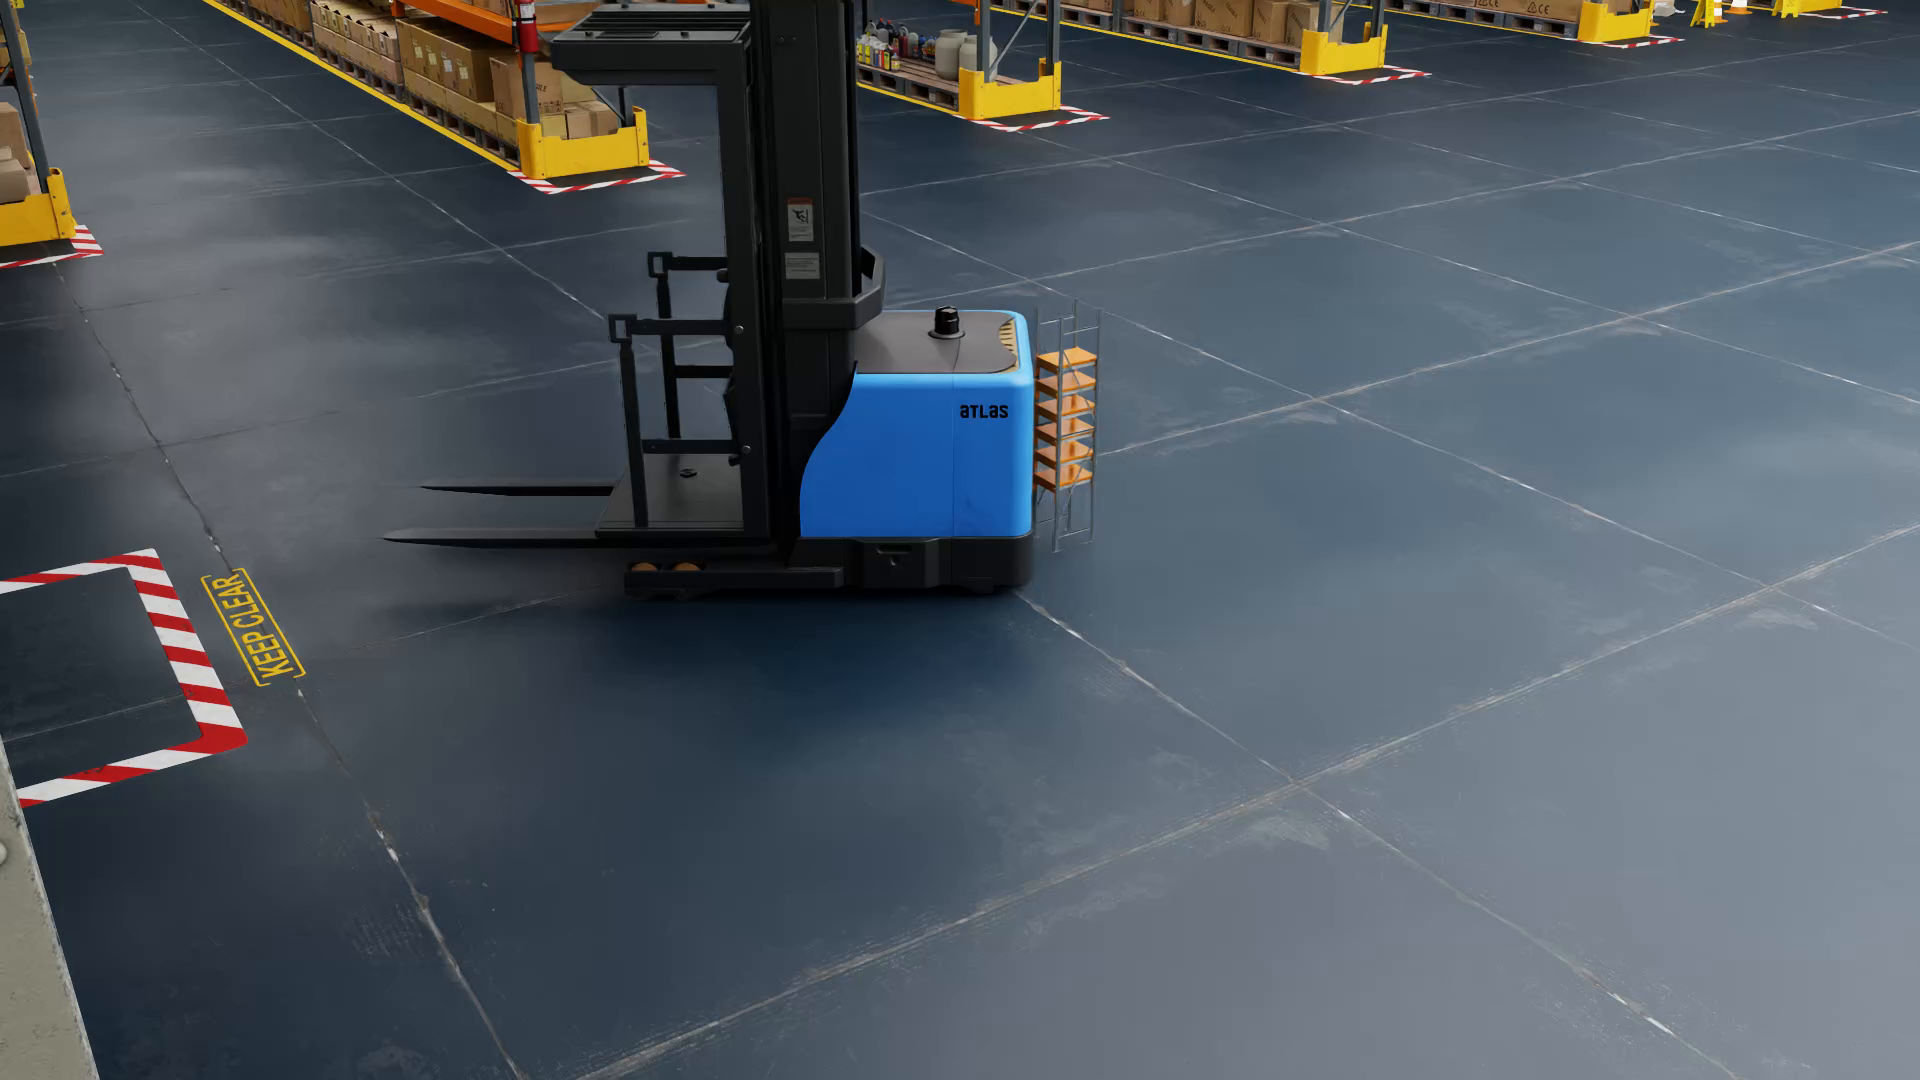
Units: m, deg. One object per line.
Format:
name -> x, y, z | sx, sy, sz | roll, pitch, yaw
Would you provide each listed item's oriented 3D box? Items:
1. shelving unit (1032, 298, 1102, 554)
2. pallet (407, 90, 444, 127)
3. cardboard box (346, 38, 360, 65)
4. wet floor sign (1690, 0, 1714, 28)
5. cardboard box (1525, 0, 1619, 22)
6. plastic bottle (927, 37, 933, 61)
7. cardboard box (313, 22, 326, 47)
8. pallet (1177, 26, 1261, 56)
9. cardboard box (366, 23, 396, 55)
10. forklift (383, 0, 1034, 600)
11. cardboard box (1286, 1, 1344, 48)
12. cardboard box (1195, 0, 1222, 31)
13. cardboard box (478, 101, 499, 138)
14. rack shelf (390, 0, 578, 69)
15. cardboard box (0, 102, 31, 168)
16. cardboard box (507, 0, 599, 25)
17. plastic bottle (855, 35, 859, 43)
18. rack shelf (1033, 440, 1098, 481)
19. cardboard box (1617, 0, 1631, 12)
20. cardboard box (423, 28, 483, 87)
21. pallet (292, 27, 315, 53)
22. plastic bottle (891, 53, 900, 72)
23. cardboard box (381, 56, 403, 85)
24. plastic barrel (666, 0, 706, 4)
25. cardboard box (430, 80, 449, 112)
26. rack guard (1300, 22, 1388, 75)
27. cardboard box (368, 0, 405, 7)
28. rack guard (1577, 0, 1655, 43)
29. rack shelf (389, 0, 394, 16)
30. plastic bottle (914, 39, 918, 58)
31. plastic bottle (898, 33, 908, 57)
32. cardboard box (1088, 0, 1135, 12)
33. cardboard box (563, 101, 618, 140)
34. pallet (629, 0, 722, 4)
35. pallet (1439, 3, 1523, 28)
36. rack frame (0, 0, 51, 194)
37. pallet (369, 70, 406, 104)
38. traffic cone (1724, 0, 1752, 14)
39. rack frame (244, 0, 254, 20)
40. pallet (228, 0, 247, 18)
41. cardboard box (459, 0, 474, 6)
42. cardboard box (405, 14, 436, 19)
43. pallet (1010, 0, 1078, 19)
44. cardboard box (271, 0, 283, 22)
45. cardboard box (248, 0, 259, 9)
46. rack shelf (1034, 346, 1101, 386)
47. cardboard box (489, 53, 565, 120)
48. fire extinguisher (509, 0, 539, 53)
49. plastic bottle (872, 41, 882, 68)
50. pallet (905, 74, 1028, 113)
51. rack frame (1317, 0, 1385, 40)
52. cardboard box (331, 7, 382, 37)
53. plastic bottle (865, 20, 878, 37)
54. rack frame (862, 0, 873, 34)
shelving unit -> 0.509, -0.538, 7.984 | 0.258, 1.200, 0.189 | -16, 29, -30
pallet -> -5.311, -4.736, 18.034 | 1.003, 0.211, 1.213 | -16, 29, -30
cardboard box -> -7.011, -5.865, 19.888 | 0.500, 0.250, 0.500 | -15, 29, -29
wet floor sign -> 10.661, -7.674, 23.749 | 0.267, 0.644, 0.232 | -22, 33, -38
cardboard box -> 8.561, -7.743, 23.136 | 0.875, 0.875, 0.875 | -15, 29, -29
plastic bottle -> -0.345, -5.858, 19.826 | 0.097, 0.271, 0.097 | 0, 25, 0
cardboard box -> -7.854, -6.412, 21.048 | 0.500, 0.250, 0.500 | -16, 29, -30
pallet -> 3.658, -6.668, 22.128 | 1.003, 0.211, 1.213 | -16, 29, -30
cardboard box -> -6.461, -5.754, 18.996 | 0.500, 0.311, 0.500 | -15, 29, -28
forklift -> -1.178, -1.275, 7.517 | 3.031, 2.935, 1.130 | 0, 25, 0
cardboard box -> 4.448, -6.454, 20.844 | 0.500, 0.500, 0.500 | -10, 27, -20
cardboard box -> 3.500, -7.098, 22.209 | 0.500, 0.500, 0.500 | -19, 31, -34
cardboard box -> -4.350, -4.106, 16.162 | 0.500, 0.250, 0.500 | -16, 29, -30
rack shelf -> -4.619, -5.250, 16.700 | 1.077, 0.370, 4.000 | -16, 29, -30
cardboard box -> -8.647, -3.519, 14.604 | 0.700, 0.500, 0.500 | -18, 31, -33
cardboard box -> -3.771, -5.075, 15.370 | 0.700, 0.500, 0.500 | -16, 29, -30
plastic bottle -> -1.251, -5.912, 19.941 | 0.097, 0.271, 0.097 | 0, 25, 0
rack shelf -> 0.509, -0.389, 8.054 | 0.258, 0.103, 0.180 | -16, 29, -30
cardboard box -> 9.998, -8.386, 25.425 | 0.637, 0.503, 0.797 | 7, 26, 15
cardboard box -> -5.174, -4.980, 17.136 | 0.500, 0.500, 0.500 | -16, 29, -30
pallet -> -8.270, -6.736, 22.273 | 1.003, 0.211, 1.213 | -16, 29, -30
plastic bottle -> -0.745, -5.501, 19.153 | 0.097, 0.201, 0.097 | 0, 25, 0
cardboard box -> -6.180, -5.318, 18.731 | 0.500, 0.250, 0.500 | -16, 30, -30
plastic barrel -> -4.023, -8.254, 24.271 | 0.600, 0.830, 0.708 | -16, 29, -30
cardboard box -> -5.174, -4.641, 17.296 | 0.500, 0.250, 0.500 | -16, 29, -30
rack guard -> 4.734, -6.064, 20.510 | 1.175, 0.500, 0.348 | -16, 29, -30
cardboard box -> -7.113, -6.607, 20.805 | 0.500, 0.311, 0.500 | -16, 30, -30
rack guard -> 8.999, -7.148, 22.806 | 1.175, 0.500, 0.348 | -16, 29, -30
rack shelf -> -6.802, -6.681, 19.731 | 1.077, 0.370, 4.000 | -16, 29, -30
plastic bottle -> -0.511, -5.935, 20.071 | 0.097, 0.201, 0.097 | 0, 25, 0
plastic bottle -> -0.688, -5.983, 20.077 | 0.061, 0.283, 0.133 | -16, 29, -30
cardboard box -> 2.274, -7.891, 23.865 | 0.700, 0.500, 0.500 | -18, 31, -33
cardboard box -> -3.633, -4.050, 16.045 | 0.500, 0.250, 0.500 | -16, 29, -30
pallet -> -4.207, -7.886, 24.707 | 1.003, 0.211, 1.213 | -16, 29, -30
pallet -> 7.822, -7.730, 24.377 | 1.003, 0.211, 1.213 | -16, 29, -30
rack frame -> -7.675, -3.704, 12.583 | 1.000, 3.000, 0.127 | -16, 29, -30
pallet -> -6.145, -5.284, 19.196 | 1.003, 0.211, 1.213 | -16, 29, -30
traffic cone -> 11.763, -8.183, 25.042 | 0.336, 0.463, 0.334 | -16, 29, -30
rack frame -> -10.078, -9.152, 24.124 | 1.000, 3.000, 0.127 | -16, 29, -30
pallet -> -10.452, -8.137, 25.240 | 1.003, 0.211, 1.213 | -16, 29, -30
cardboard box -> -4.618, -5.628, 16.542 | 0.700, 0.500, 0.500 | -15, 29, -28
cardboard box -> -6.280, -6.062, 19.649 | 0.500, 0.311, 0.500 | -17, 30, -31
pallet -> 1.495, -8.052, 25.059 | 1.003, 0.211, 1.213 | -16, 29, -30
cardboard box -> -9.175, -7.441, 22.912 | 0.500, 0.500, 0.500 | -17, 30, -31
cardboard box -> -10.018, -7.991, 24.076 | 0.500, 0.500, 0.500 | -17, 30, -32
rack shelf -> 0.509, -0.823, 7.849 | 0.258, 0.103, 0.180 | -16, 29, -30
cardboard box -> -4.069, -4.268, 15.628 | 0.500, 0.500, 0.500 | -16, 29, -30
fire extinguisher -> -3.852, -4.675, 14.729 | 0.296, 0.674, 0.183 | -16, 29, -30
plastic bottle -> -0.935, -5.681, 19.446 | 0.152, 0.276, 0.135 | -16, 30, -31
pallet -> 0.105, -5.060, 18.722 | 1.003, 0.211, 1.213 | -16, 29, -30
rack frame -> 4.775, -7.167, 19.919 | 1.000, 3.000, 0.127 | -16, 29, -30
cardboard box -> -7.284, -6.297, 20.147 | 0.500, 0.311, 0.500 | -16, 30, -31
plastic bottle -> -1.086, -6.248, 20.559 | 0.144, 0.351, 0.185 | -16, 29, -30
rack frame -> -1.558, -7.444, 20.505 | 1.000, 3.000, 0.127 | -16, 29, -30
